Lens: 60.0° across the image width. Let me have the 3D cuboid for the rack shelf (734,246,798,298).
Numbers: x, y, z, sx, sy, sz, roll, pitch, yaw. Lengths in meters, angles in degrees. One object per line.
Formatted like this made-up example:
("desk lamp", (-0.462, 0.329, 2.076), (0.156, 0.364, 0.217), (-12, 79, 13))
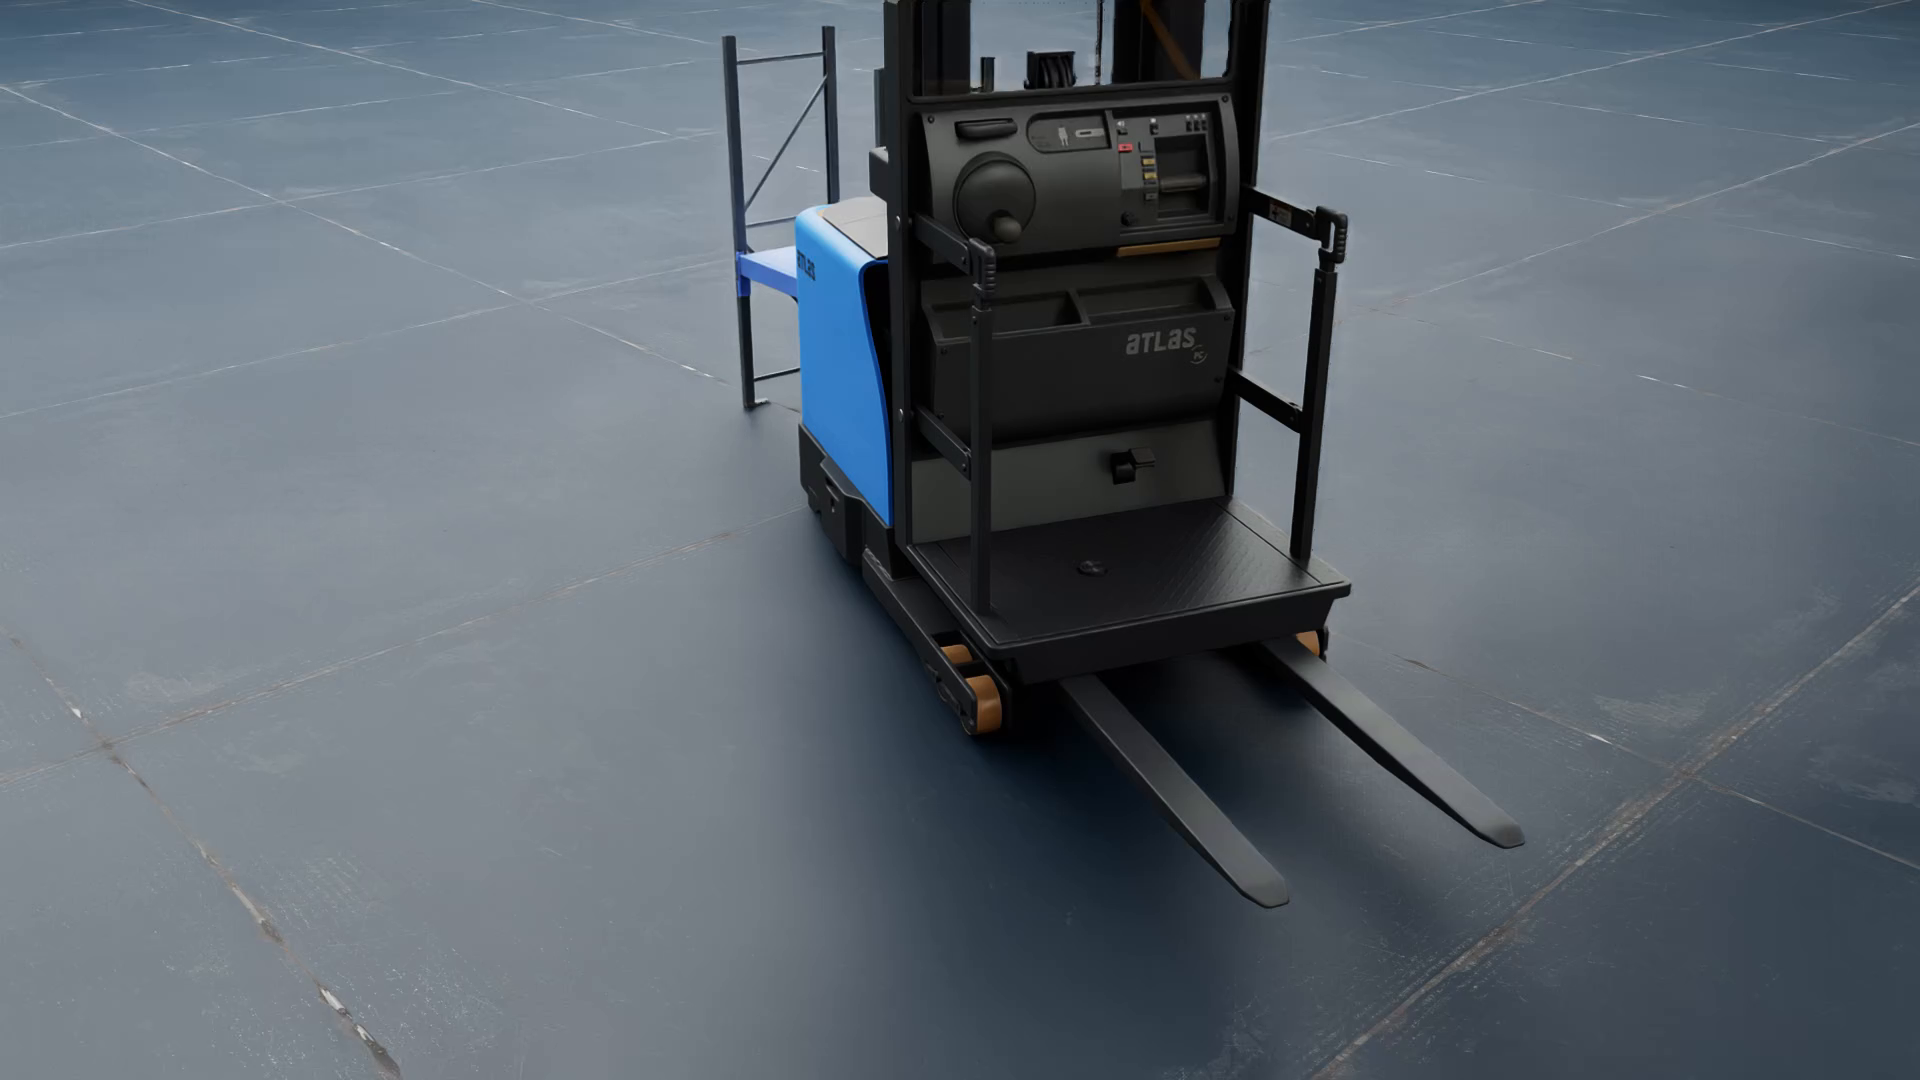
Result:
("rack shelf", (-0.396, -0.978, 6.521), (0.538, 0.185, 1.000), (-18, 30, -34))

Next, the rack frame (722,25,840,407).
("rack frame", (-0.707, -1.309, 6.812), (0.500, 1.500, 0.032), (-18, 30, -34))

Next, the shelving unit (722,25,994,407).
("shelving unit", (-0.396, -1.142, 6.446), (0.538, 1.500, 1.048), (-18, 30, -34))

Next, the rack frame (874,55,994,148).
("rack frame", (-0.086, -0.975, 6.080), (0.500, 1.500, 0.032), (-18, 30, -34))

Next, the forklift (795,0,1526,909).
("forklift", (0.421, -0.991, 4.391), (1.130, 2.935, 3.031), (-9, 26, -19))
